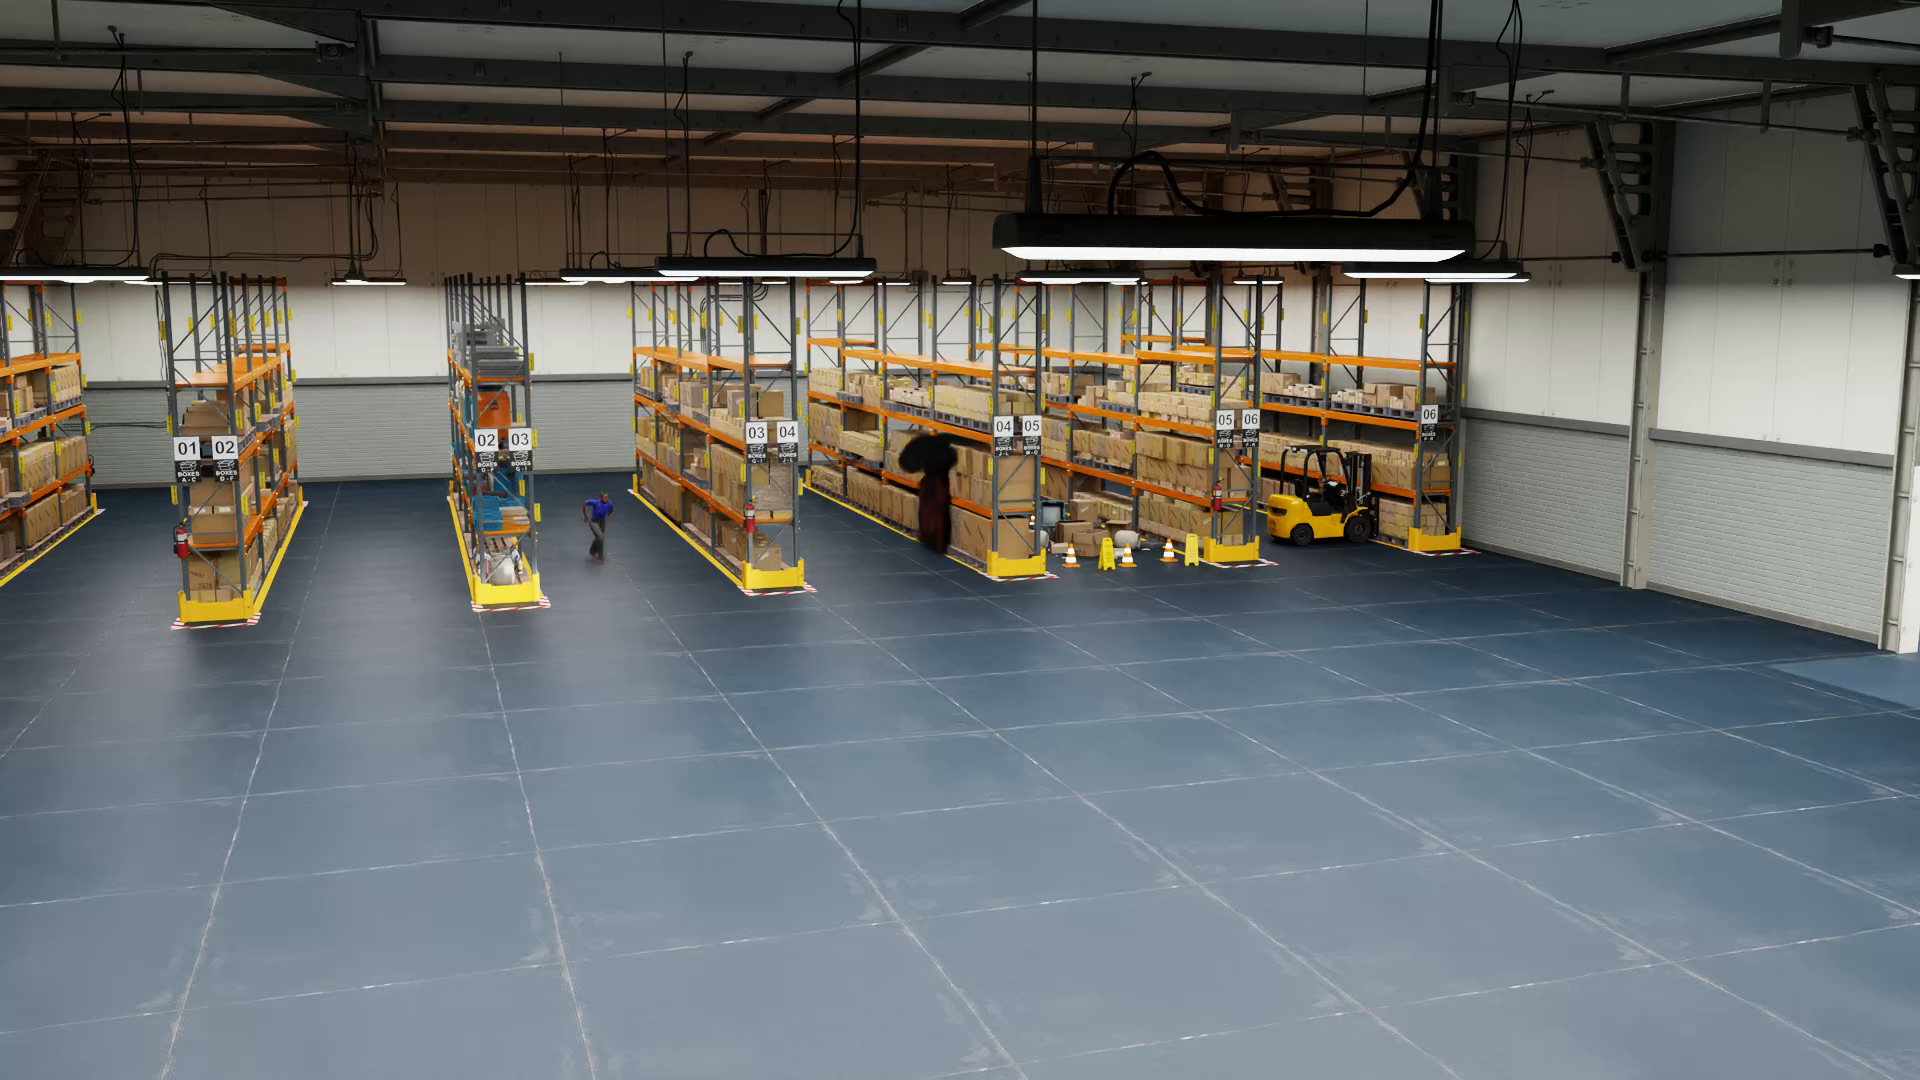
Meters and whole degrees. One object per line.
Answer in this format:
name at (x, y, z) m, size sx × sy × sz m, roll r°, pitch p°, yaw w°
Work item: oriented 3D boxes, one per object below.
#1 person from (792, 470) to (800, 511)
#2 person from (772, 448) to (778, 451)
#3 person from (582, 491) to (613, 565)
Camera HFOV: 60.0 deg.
person at (-4.423, -1.618, 42.898) m, size 0.656 × 1.784 × 0.795 m, roll -3°, pitch 9°, yaw -18°
person at (-5.326, -2.366, 48.331) m, size 0.641 × 1.683 × 0.669 m, roll 0°, pitch 9°, yaw 3°
person at (-7.622, -0.266, 34.905) m, size 0.623 × 1.605 × 0.954 m, roll -6°, pitch 11°, yaw -35°
